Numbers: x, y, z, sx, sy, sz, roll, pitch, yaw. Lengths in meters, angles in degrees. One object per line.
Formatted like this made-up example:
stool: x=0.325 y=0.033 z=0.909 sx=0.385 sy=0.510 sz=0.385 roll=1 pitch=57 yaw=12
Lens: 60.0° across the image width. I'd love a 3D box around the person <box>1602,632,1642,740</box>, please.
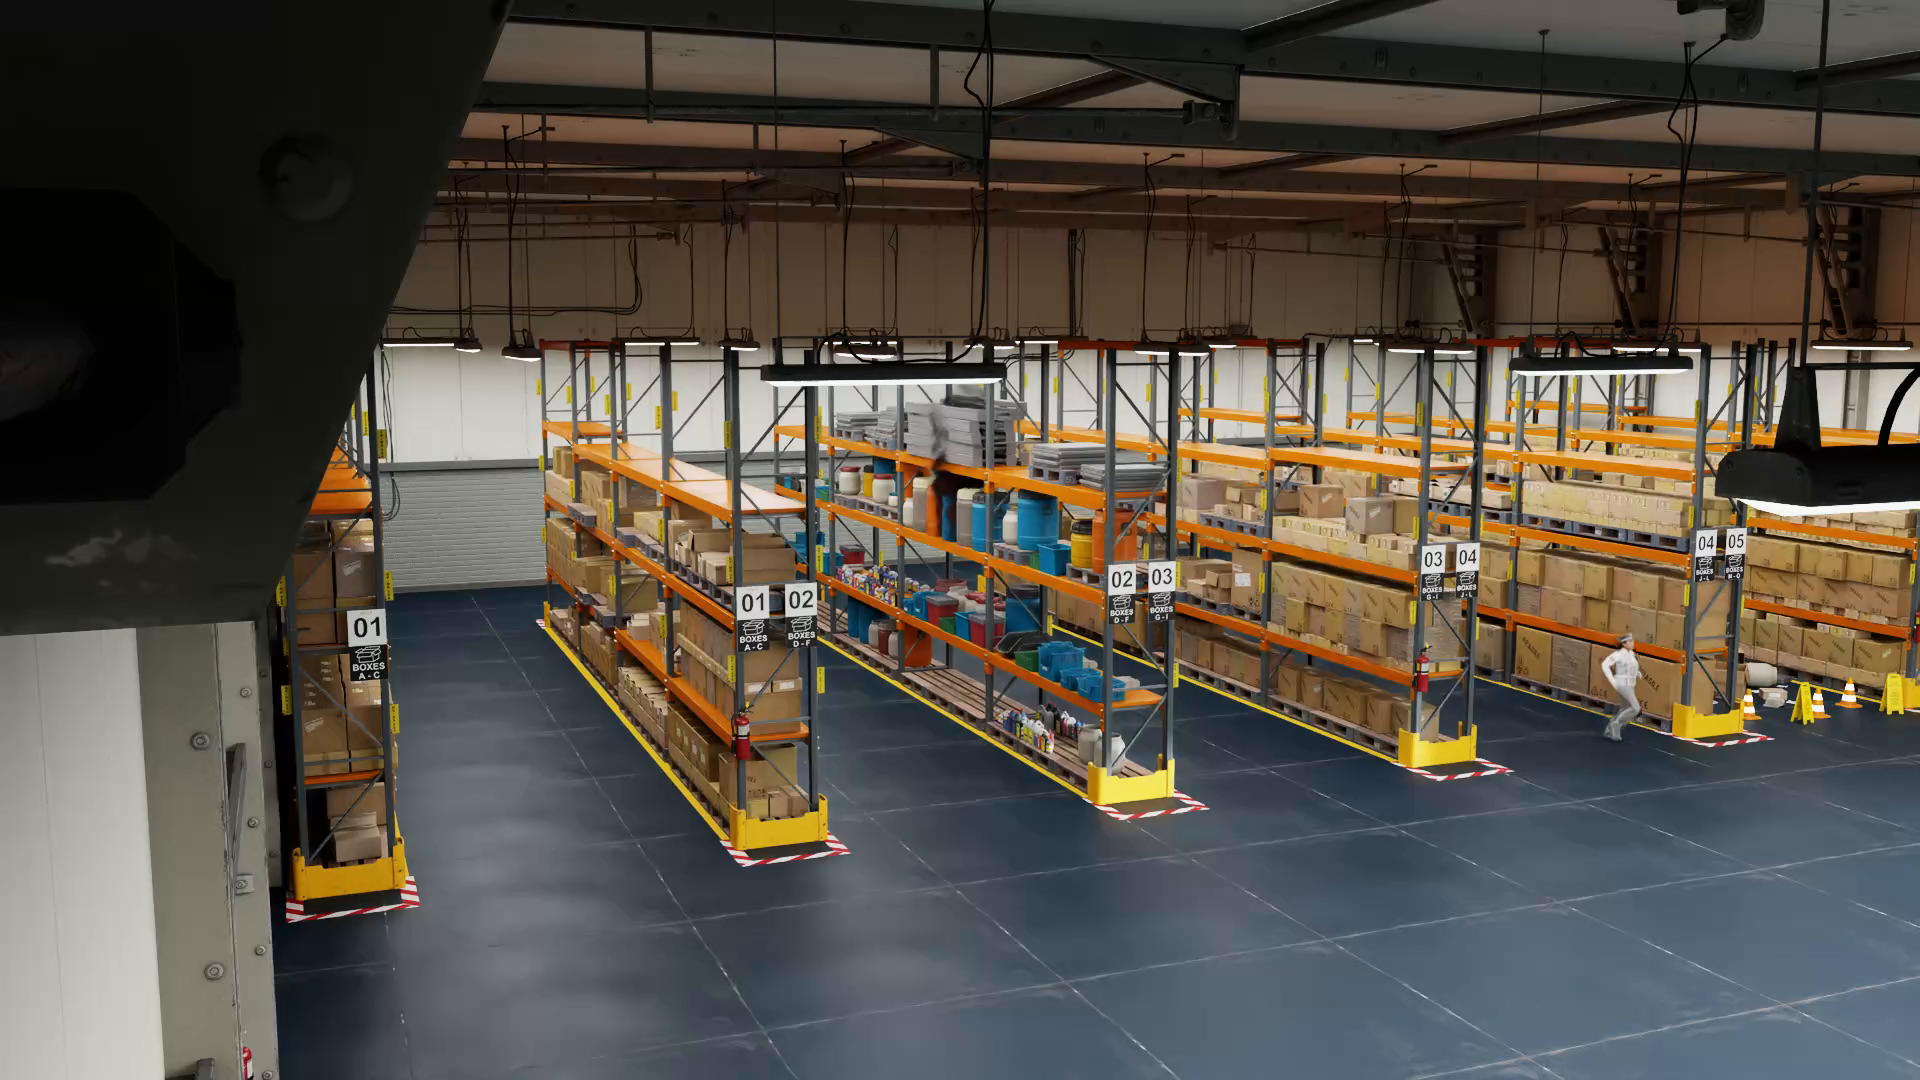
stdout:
person: x=10.119 y=2.222 z=25.279 sx=0.567 sy=1.650 sz=0.606 roll=7 pitch=10 yaw=42
